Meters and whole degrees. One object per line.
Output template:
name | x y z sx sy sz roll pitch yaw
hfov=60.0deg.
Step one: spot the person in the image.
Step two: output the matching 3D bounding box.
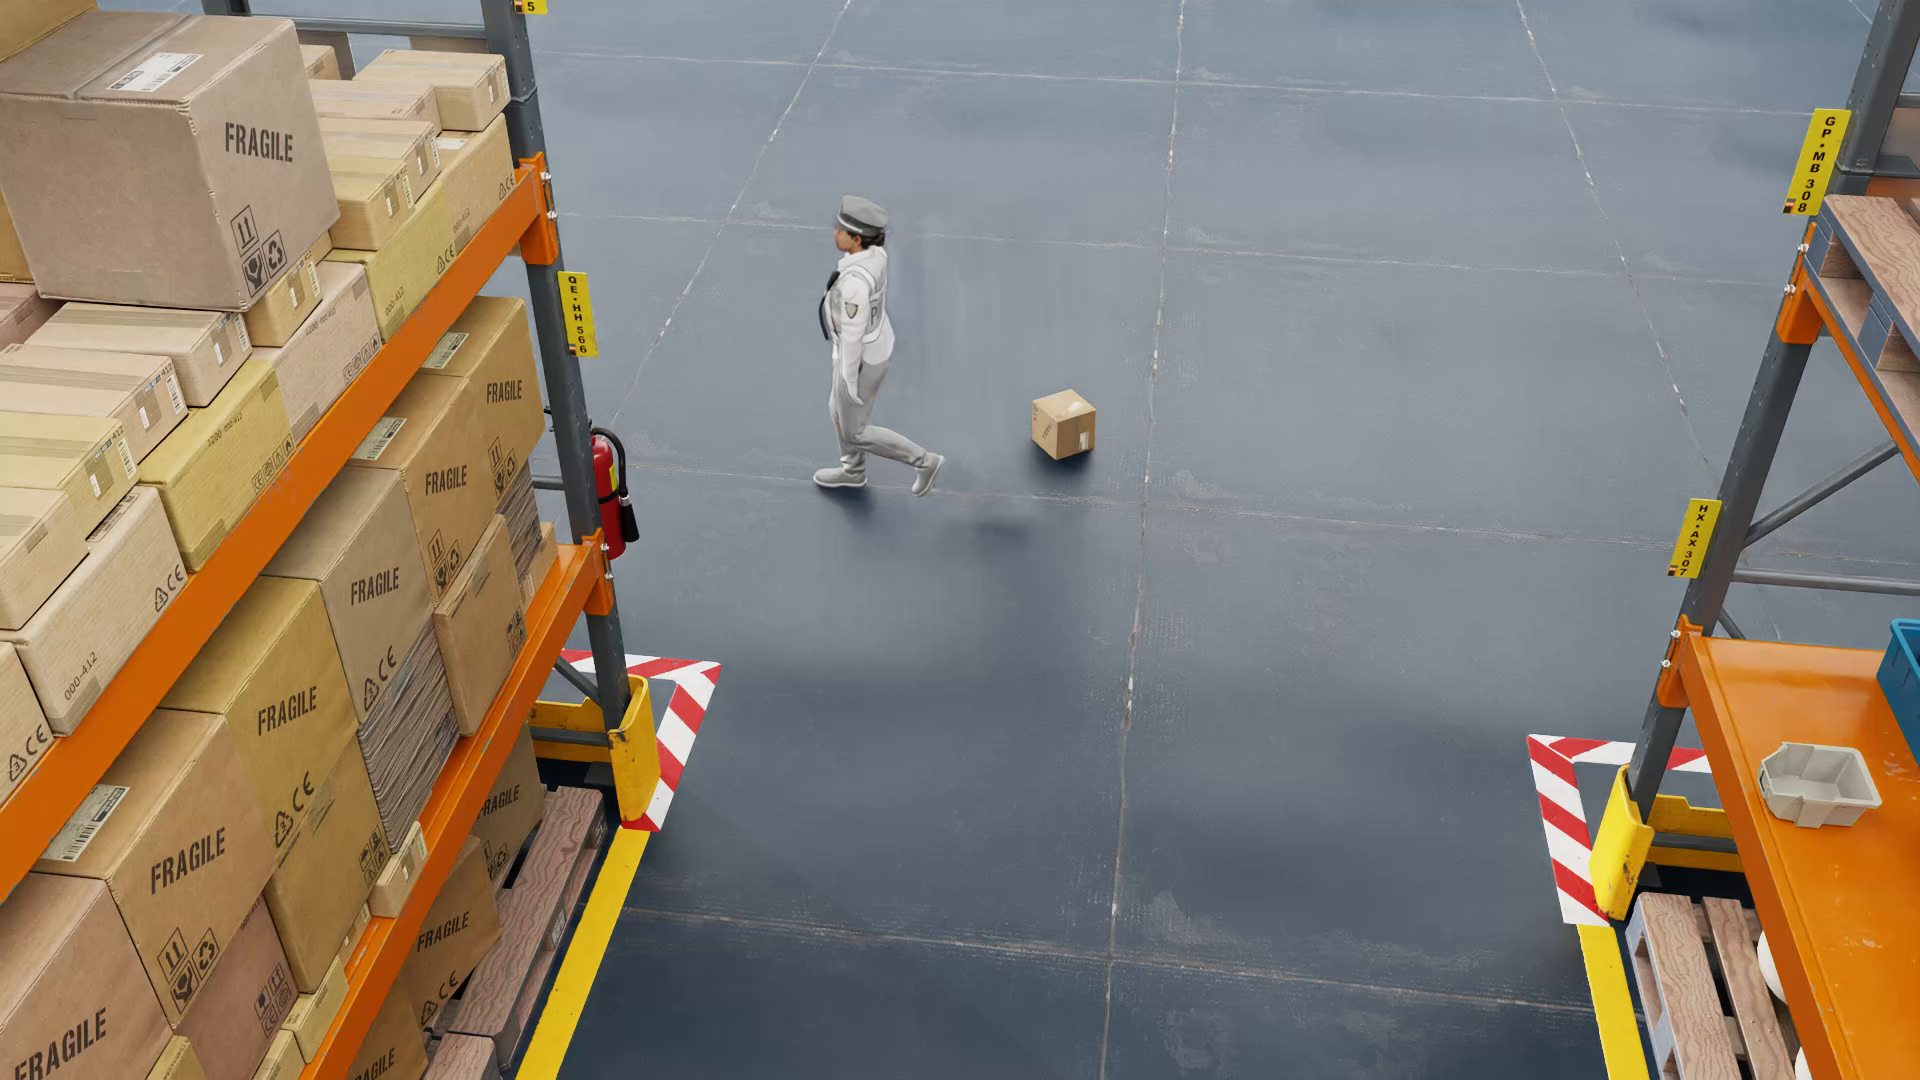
person | -0.428 -0.905 8.223 0.723 1.669 0.489 4 37 6
